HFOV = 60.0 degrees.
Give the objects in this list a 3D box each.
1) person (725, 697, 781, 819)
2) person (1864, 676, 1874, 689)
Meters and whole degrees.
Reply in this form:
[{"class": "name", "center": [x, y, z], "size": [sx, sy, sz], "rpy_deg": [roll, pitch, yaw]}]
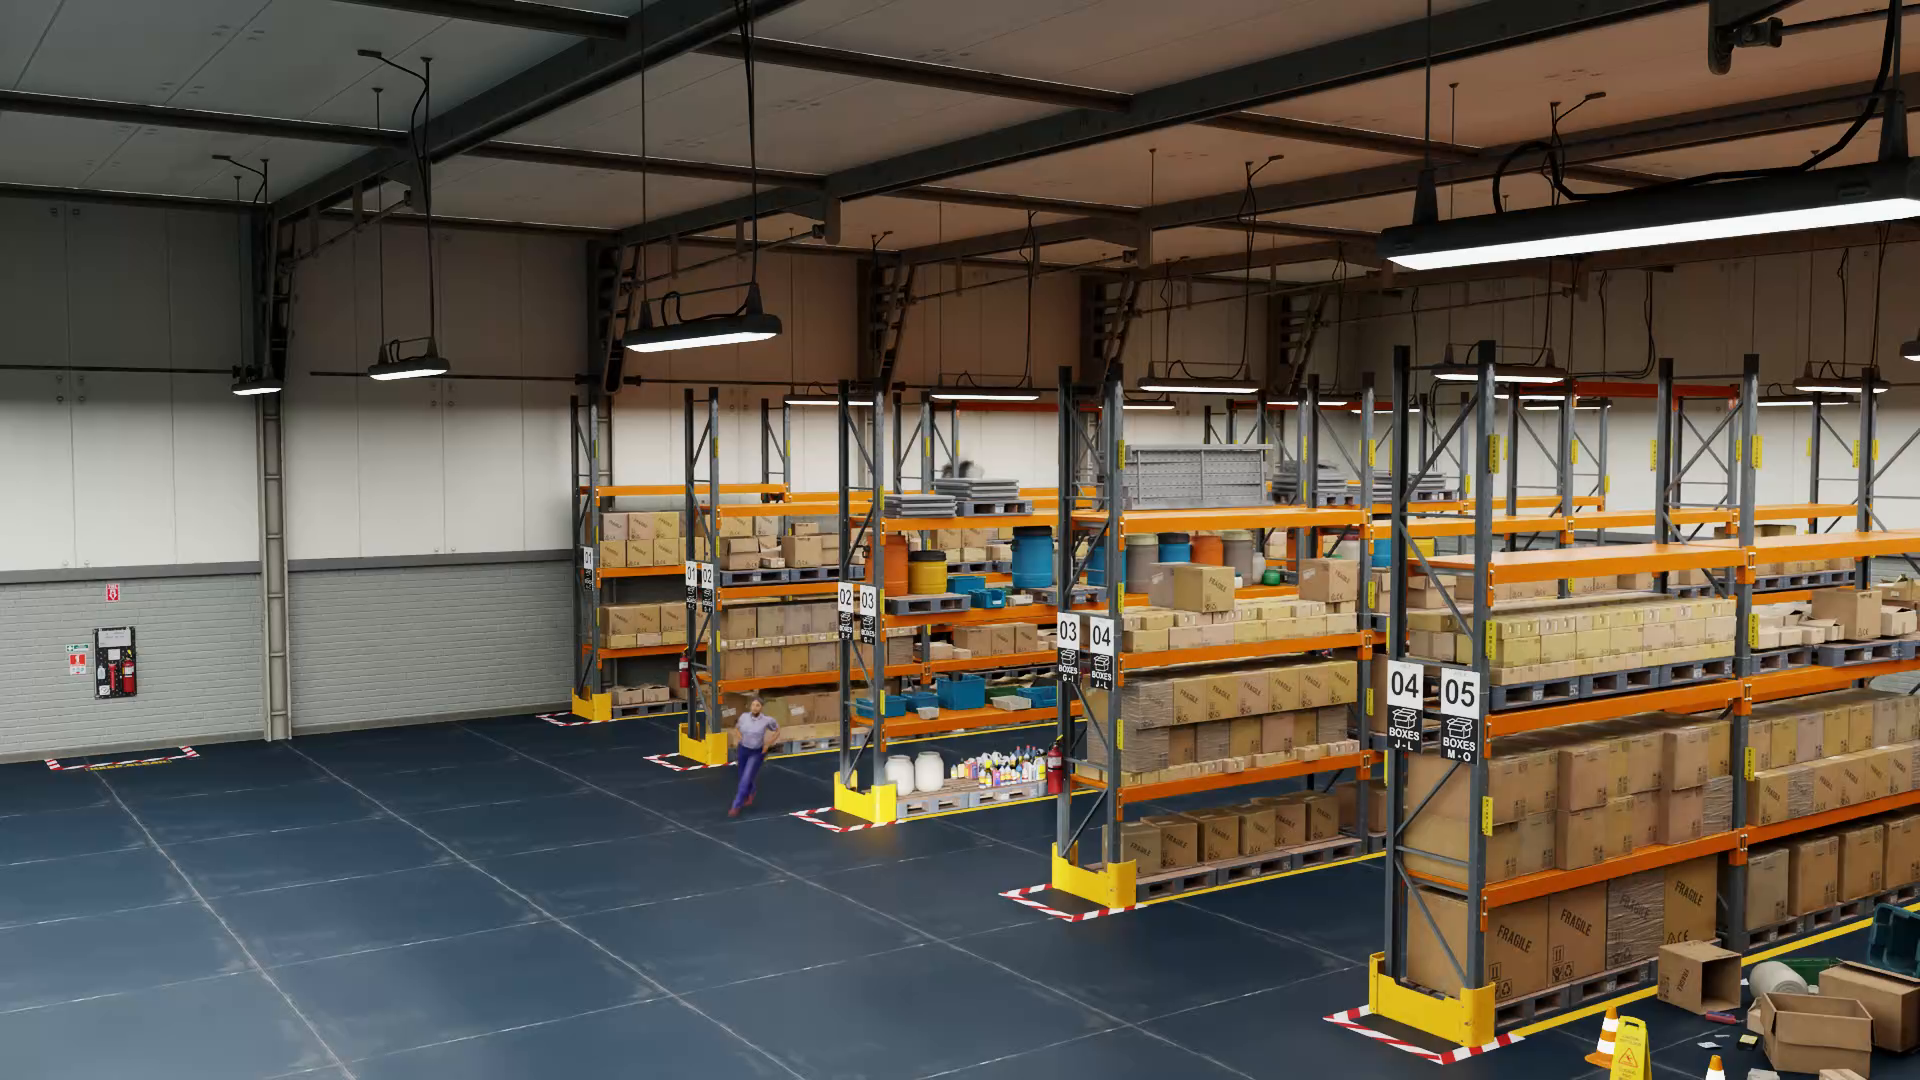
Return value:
[{"class": "person", "center": [-2.841, 2.975, 22.980], "size": [0.642, 1.636, 0.883], "rpy_deg": [1, 4, 22]}, {"class": "person", "center": [13.531, 2.814, 24.864], "size": [0.938, 1.695, 0.580], "rpy_deg": [-3, 4, -39]}]
